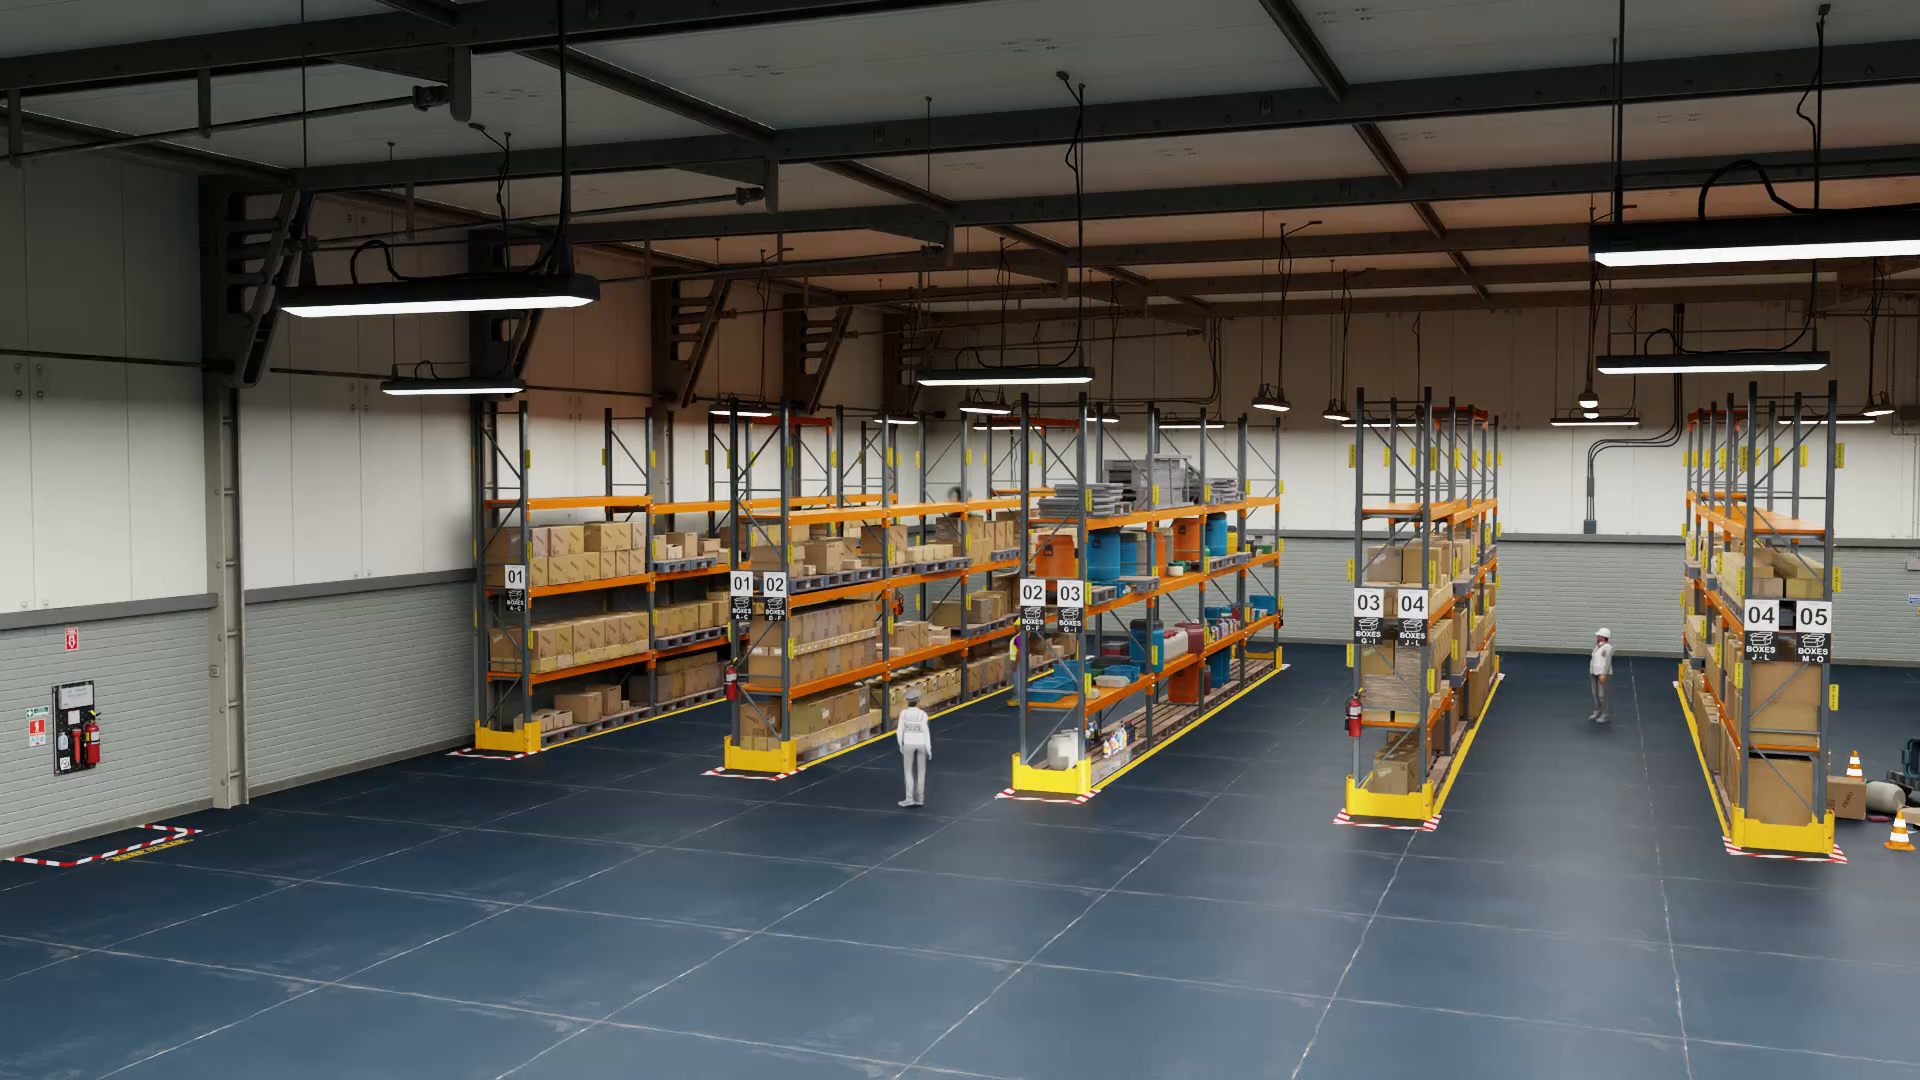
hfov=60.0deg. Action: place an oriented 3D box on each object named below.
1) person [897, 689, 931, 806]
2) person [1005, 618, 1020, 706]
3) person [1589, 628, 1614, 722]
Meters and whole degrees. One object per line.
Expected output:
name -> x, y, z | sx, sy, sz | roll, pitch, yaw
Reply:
person -> -0.662, 2.993, 24.007 | 0.498, 1.685, 0.420 | 0, 3, -1
person -> 1.157, 2.468, 33.877 | 0.475, 1.756, 0.630 | 0, 3, 1
person -> 12.273, 2.580, 31.818 | 0.395, 1.793, 0.566 | -1, 3, -14
